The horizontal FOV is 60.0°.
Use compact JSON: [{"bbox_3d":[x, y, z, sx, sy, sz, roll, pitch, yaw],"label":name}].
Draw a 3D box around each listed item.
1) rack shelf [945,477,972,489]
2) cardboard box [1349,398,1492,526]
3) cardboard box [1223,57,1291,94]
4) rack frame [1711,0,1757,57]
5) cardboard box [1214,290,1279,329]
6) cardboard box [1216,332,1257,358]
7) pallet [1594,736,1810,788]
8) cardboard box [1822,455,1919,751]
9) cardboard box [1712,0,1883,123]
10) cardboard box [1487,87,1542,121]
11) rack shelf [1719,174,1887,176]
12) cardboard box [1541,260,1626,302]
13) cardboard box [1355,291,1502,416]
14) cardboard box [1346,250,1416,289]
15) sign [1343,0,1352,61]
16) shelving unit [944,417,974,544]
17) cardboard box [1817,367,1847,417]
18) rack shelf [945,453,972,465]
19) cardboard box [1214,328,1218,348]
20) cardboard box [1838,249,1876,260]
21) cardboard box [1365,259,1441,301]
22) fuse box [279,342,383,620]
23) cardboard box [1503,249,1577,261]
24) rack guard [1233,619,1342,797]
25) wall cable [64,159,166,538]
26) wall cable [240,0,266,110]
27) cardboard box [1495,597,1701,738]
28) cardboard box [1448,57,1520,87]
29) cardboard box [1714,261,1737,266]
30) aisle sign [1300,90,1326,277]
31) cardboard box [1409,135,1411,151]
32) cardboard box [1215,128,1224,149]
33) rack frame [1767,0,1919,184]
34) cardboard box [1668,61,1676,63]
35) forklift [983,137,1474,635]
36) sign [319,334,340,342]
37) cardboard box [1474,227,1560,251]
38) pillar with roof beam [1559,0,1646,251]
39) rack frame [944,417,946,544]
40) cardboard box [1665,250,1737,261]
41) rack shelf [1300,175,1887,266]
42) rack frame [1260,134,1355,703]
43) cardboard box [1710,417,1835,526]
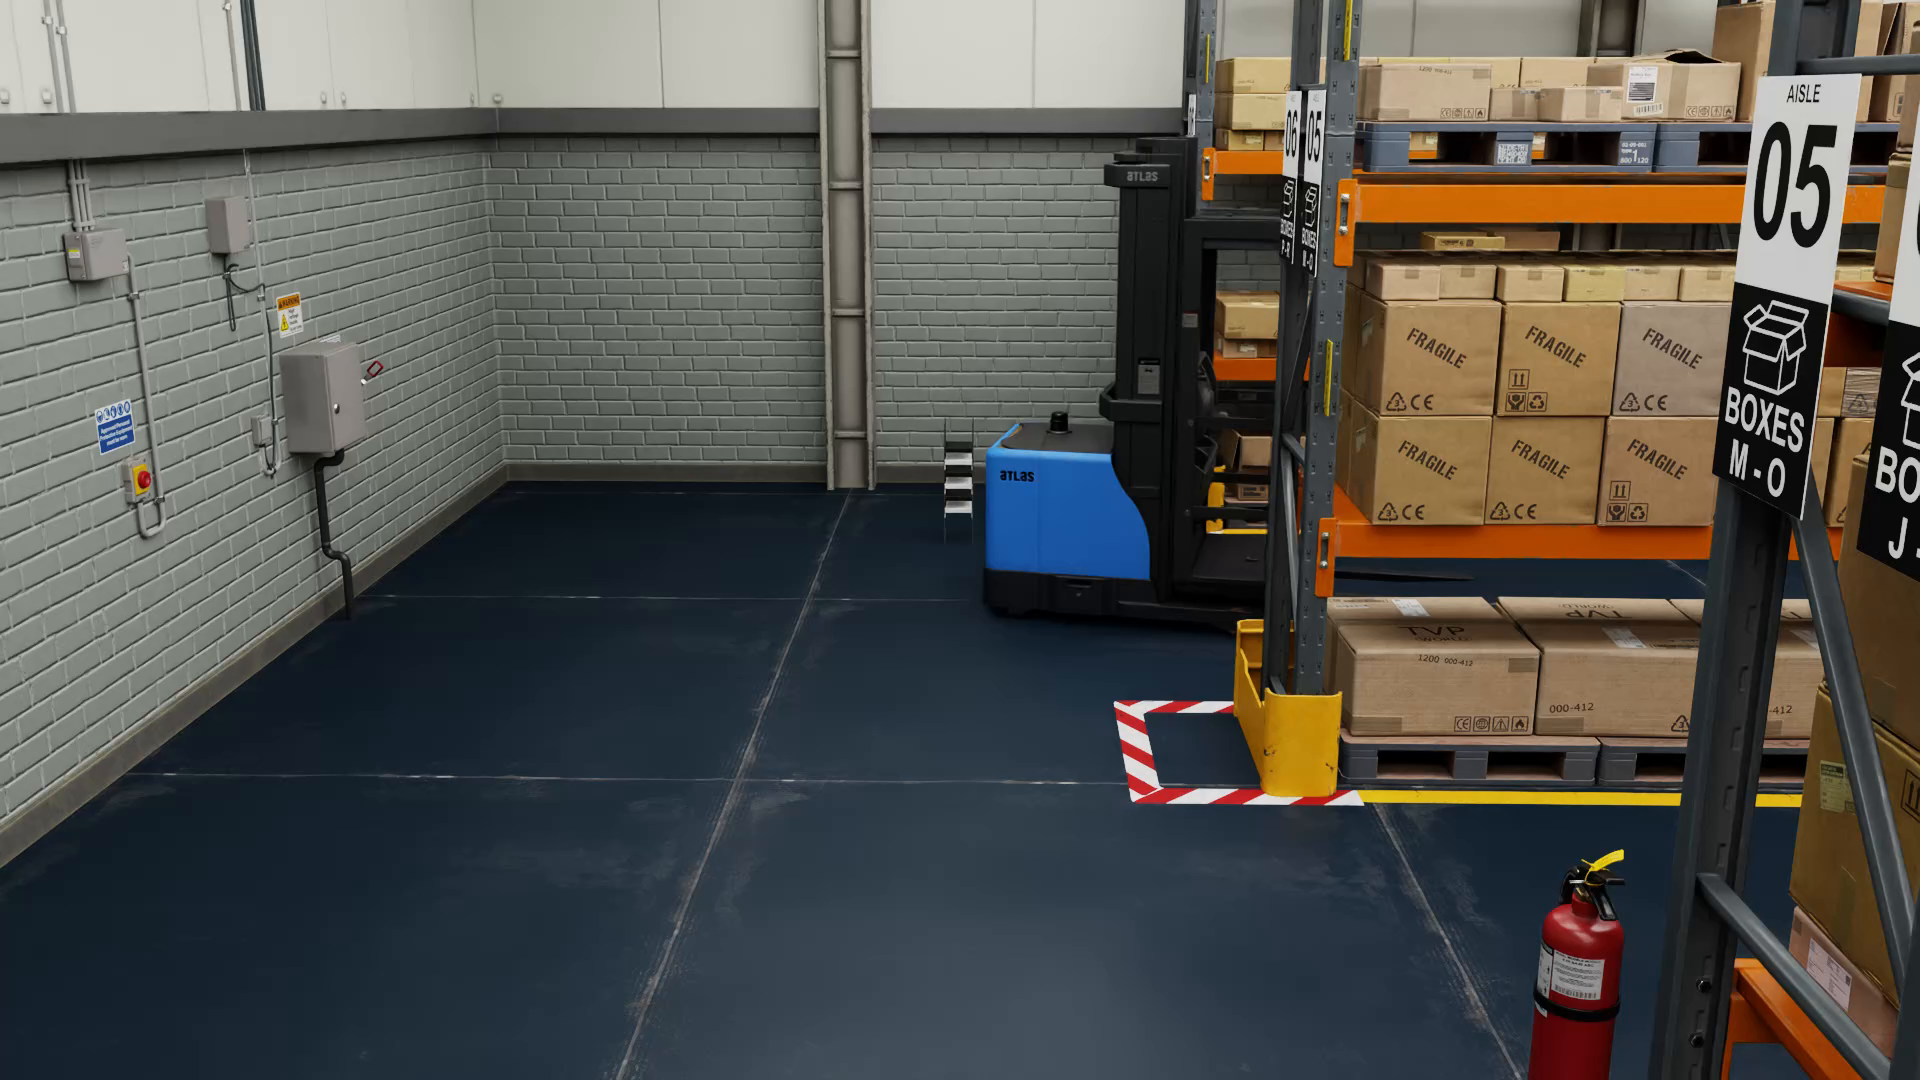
[{"bbox_3d":[-0.008,-0.403,12.234,0.200,0.077,0.258,0,15,1],"label":"rack shelf"},{"bbox_3d":[2.109,-0.369,7.661,0.500,0.500,0.500,0,15,1],"label":"cardboard box"},{"bbox_3d":[2.197,-3.359,12.042,0.500,0.250,0.500,0,15,1],"label":"cardboard box"},{"bbox_3d":[5.759,-4.537,11.897,0.127,3.000,1.000,0,15,1],"label":"rack frame"},{"bbox_3d":[2.226,-1.798,12.987,0.500,0.250,0.500,1,15,3],"label":"cardboard box"},{"bbox_3d":[2.081,-1.469,12.520,0.250,0.149,0.380,0,15,1],"label":"cardboard box"},{"bbox_3d":[3.655,0.946,8.342,1.213,0.211,1.003,0,15,1],"label":"pallet"},{"bbox_3d":[2.075,0.130,3.227,0.500,0.500,0.500,0,15,0],"label":"cardboard box"},{"bbox_3d":[3.648,-2.095,7.306,0.500,0.500,0.500,1,15,2],"label":"cardboard box"},{"bbox_3d":[2.510,-2.014,7.689,0.250,0.149,0.380,-1,15,-3],"label":"cardboard box"},{"bbox_3d":[7.758,-2.726,12.322,4.000,0.370,1.077,0,15,1],"label":"rack shelf"},{"bbox_3d":[2.769,-1.157,7.419,0.250,0.149,0.380,0,15,0],"label":"cardboard box"},{"bbox_3d":[2.109,-0.853,7.535,0.500,0.500,0.500,0,15,0],"label":"cardboard box"},{"bbox_3d":[2.001,-1.291,7.925,0.250,0.149,0.380,1,15,2],"label":"cardboard box"},{"bbox_3d":[1.617,-2.166,6.922,0.005,0.325,0.100,0,15,1],"label":"sign"},{"bbox_3d":[-0.008,-0.435,12.225,0.210,0.900,0.258,0,15,1],"label":"shelving unit"},{"bbox_3d":[3.640,-0.847,7.513,0.500,0.500,0.500,0,15,2],"label":"cardboard box"},{"bbox_3d":[-0.008,-0.577,12.188,0.200,0.077,0.258,0,15,1],"label":"rack shelf"},{"bbox_3d":[2.098,-1.607,13.044,0.250,0.149,0.380,0,15,1],"label":"cardboard box"},{"bbox_3d":[4.302,-1.299,7.956,0.250,0.149,0.380,0,15,0],"label":"cardboard box"},{"bbox_3d":[1.985,-1.169,7.463,0.250,0.149,0.380,1,15,3],"label":"cardboard box"},{"bbox_3d":[-3.801,-0.339,10.271,0.414,1.711,0.539,0,15,1],"label":"fuse box"},{"bbox_3d":[2.766,-1.303,7.970,0.250,0.149,0.380,1,15,3],"label":"cardboard box"},{"bbox_3d":[1.613,0.812,8.282,0.348,0.500,1.175,0,15,1],"label":"rack guard"},{"bbox_3d":[-4.001,-0.934,7.946,0.123,1.953,0.585,0,15,1],"label":"wall cable"},{"bbox_3d":[-3.926,-4.183,10.480,0.133,3.039,2.988,0,15,1],"label":"wall cable"},{"bbox_3d":[3.214,0.622,8.302,0.875,0.438,0.875,1,15,3],"label":"cardboard box"},{"bbox_3d":[3.717,-3.350,12.009,0.500,0.250,0.500,1,15,3],"label":"cardboard box"},{"bbox_3d":[3.534,-1.148,7.384,0.250,0.149,0.380,0,15,0],"label":"cardboard box"},{"bbox_3d":[1.557,-1.580,7.353,0.004,0.787,0.394,0,15,1],"label":"aisle sign"},{"bbox_3d":[3.100,-2.901,12.069,0.250,0.149,0.380,0,15,1],"label":"cardboard box"},{"bbox_3d":[2.086,-3.048,12.626,0.250,0.149,0.380,1,15,3],"label":"cardboard box"},{"bbox_3d":[1.611,-2.034,2.410,0.127,3.000,1.000,0,15,1],"label":"rack frame"},{"bbox_3d":[5.248,-3.342,11.977,0.500,0.250,0.500,0,15,2],"label":"cardboard box"},{"bbox_3d":[1.719,-0.974,10.285,3.031,2.935,1.130,3,15,13],"label":"forklift"},{"bbox_3d":[-3.996,-1.043,10.601,0.001,0.494,0.329,0,15,1],"label":"sign"},{"bbox_3d":[4.277,-2.148,12.842,0.500,0.500,0.500,0,15,0],"label":"cardboard box"},{"bbox_3d":[4.976,-3.674,8.624,0.400,9.000,9.100,0,15,1],"label":"pillar with roof beam"},{"bbox_3d":[-0.110,-0.436,12.228,0.006,0.900,0.240,0,15,1],"label":"rack frame"},{"bbox_3d":[3.540,-1.290,7.921,0.250,0.149,0.380,1,15,3],"label":"cardboard box"},{"bbox_3d":[3.636,-1.486,7.623,4.000,0.370,1.077,0,15,1],"label":"rack shelf"},{"bbox_3d":[1.637,-0.397,7.963,0.127,3.000,1.000,0,15,1],"label":"rack frame"},{"bbox_3d":[3.625,-0.365,7.649,0.500,0.500,0.500,1,15,3],"label":"cardboard box"}]
